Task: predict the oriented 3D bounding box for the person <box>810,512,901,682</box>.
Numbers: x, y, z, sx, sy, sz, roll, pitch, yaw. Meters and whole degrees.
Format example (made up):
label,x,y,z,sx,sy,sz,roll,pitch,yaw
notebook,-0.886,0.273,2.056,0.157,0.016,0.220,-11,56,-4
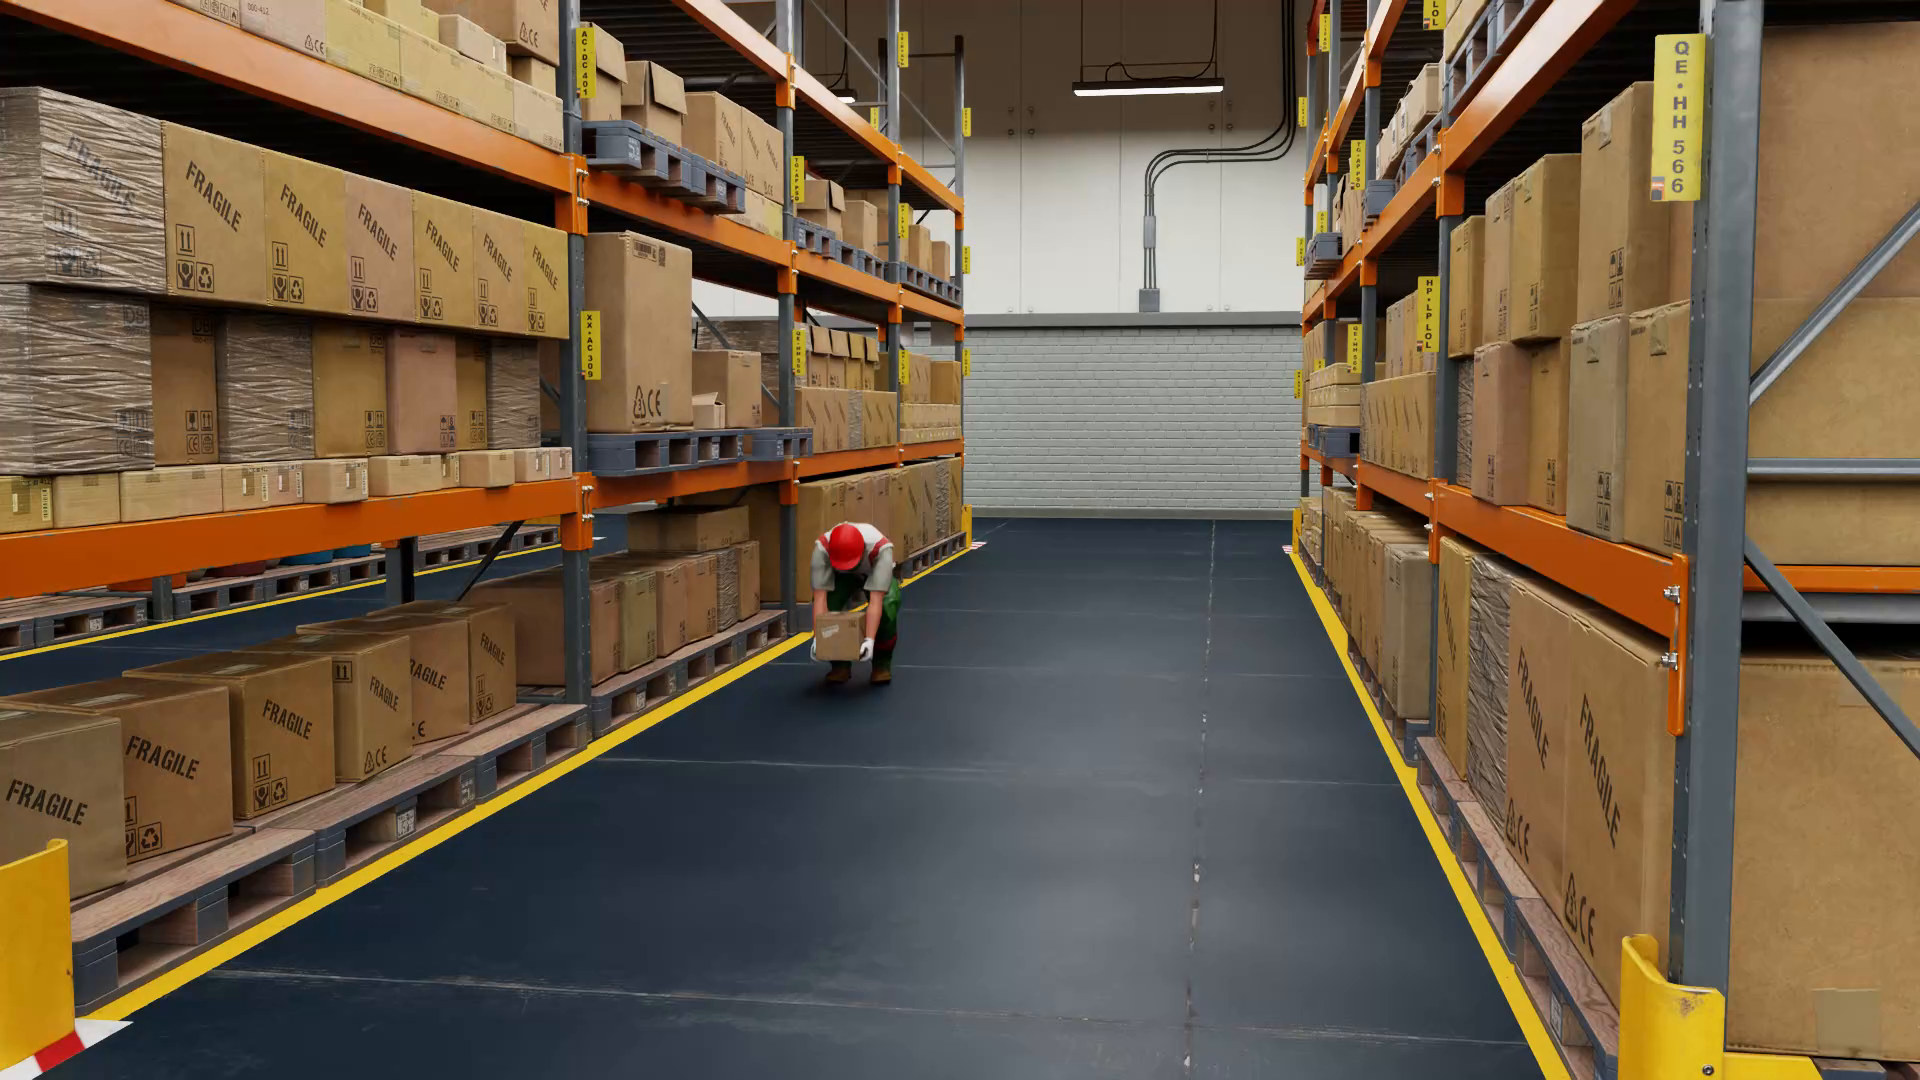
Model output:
label,x,y,z,sx,sy,sz,roll,pitch,yaw
person,-0.625,0.346,9.815,0.532,1.037,0.959,0,4,6
